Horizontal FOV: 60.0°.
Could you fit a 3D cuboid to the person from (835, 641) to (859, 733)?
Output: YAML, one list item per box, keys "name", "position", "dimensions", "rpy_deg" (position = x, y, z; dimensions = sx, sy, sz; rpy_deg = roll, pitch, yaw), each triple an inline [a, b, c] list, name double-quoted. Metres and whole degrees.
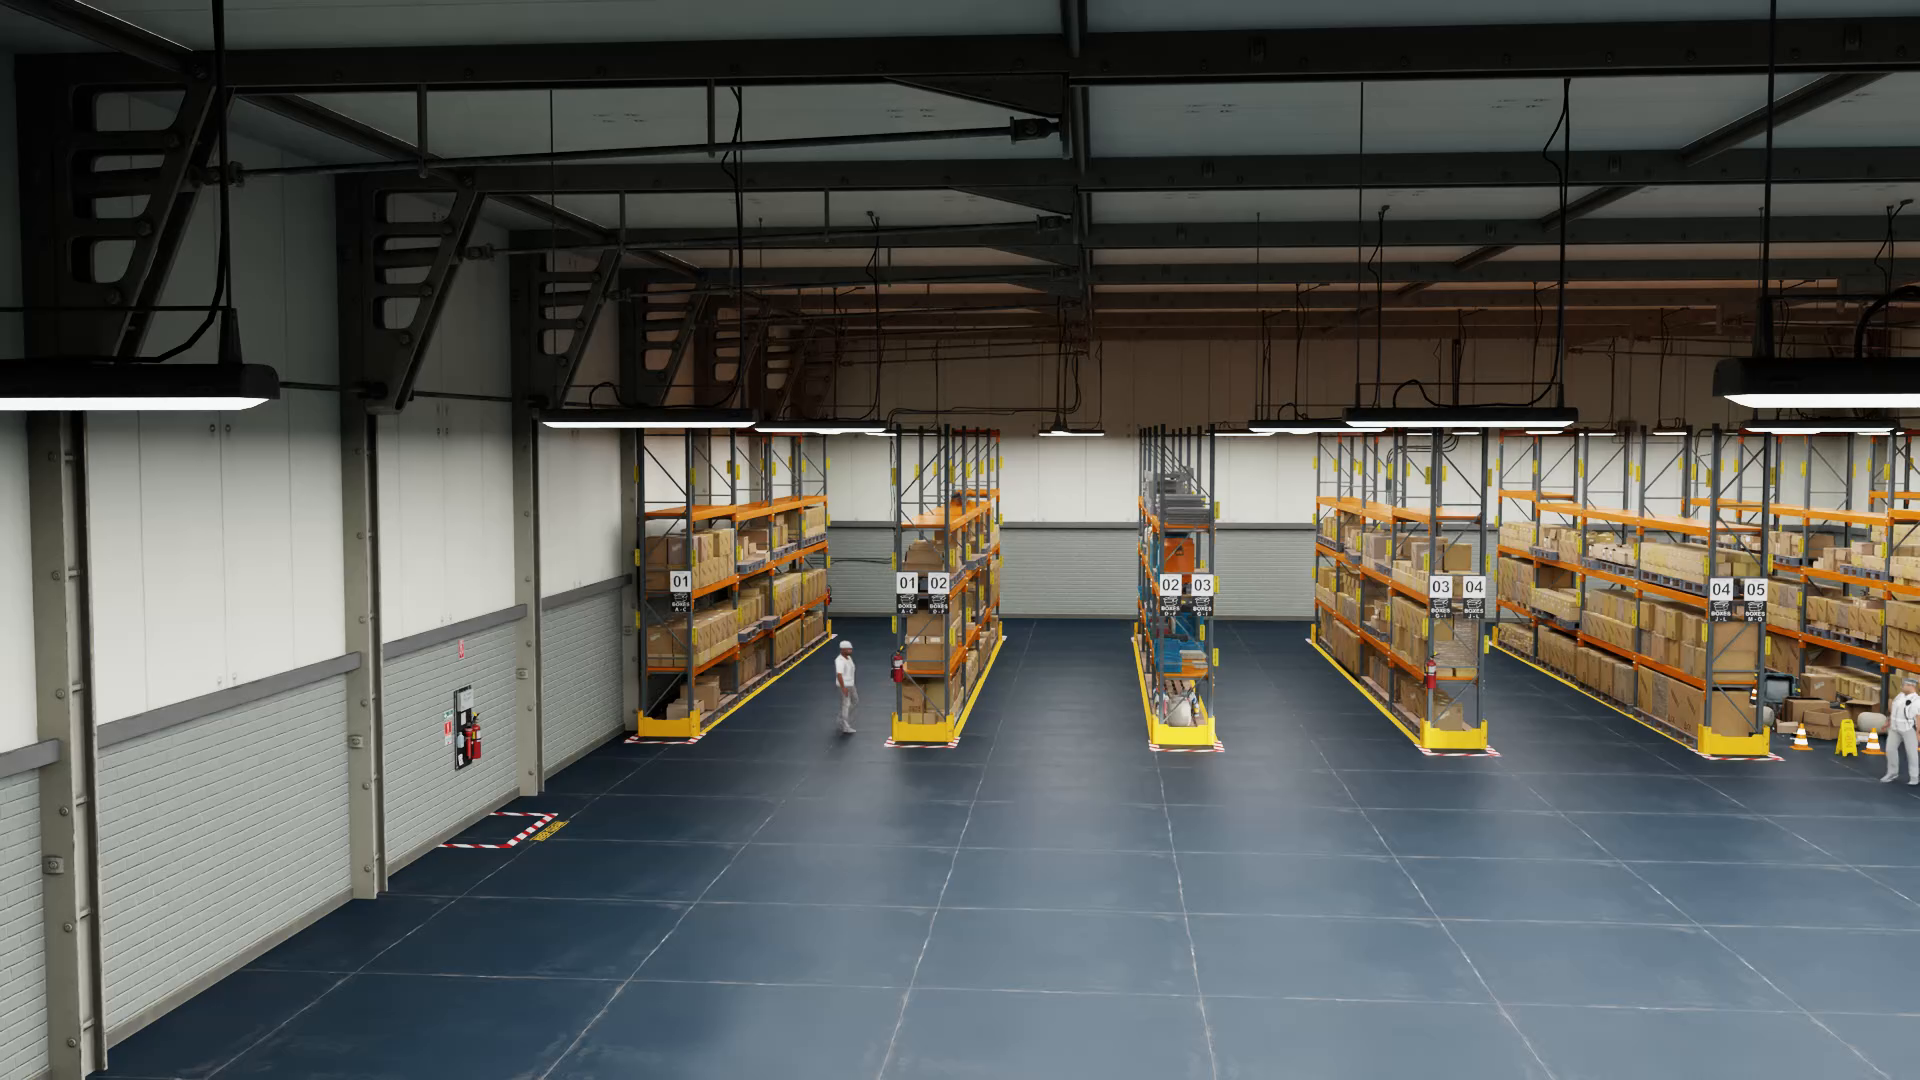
- name: "person"
  position: [-2.199, 2.854, 32.523]
  dimensions: [0.545, 1.765, 0.714]
  rpy_deg: [1, 4, 19]

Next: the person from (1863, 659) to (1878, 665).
- name: "person"
  position: [22.954, 2.281, 41.922]
  dimensions: [0.632, 1.820, 0.551]
  rpy_deg: [-1, 4, -18]

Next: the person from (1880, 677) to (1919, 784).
- name: "person"
  position: [15.646, 3.166, 27.643]
  dimensions: [0.438, 1.809, 0.705]
  rpy_deg: [-2, 4, -27]
